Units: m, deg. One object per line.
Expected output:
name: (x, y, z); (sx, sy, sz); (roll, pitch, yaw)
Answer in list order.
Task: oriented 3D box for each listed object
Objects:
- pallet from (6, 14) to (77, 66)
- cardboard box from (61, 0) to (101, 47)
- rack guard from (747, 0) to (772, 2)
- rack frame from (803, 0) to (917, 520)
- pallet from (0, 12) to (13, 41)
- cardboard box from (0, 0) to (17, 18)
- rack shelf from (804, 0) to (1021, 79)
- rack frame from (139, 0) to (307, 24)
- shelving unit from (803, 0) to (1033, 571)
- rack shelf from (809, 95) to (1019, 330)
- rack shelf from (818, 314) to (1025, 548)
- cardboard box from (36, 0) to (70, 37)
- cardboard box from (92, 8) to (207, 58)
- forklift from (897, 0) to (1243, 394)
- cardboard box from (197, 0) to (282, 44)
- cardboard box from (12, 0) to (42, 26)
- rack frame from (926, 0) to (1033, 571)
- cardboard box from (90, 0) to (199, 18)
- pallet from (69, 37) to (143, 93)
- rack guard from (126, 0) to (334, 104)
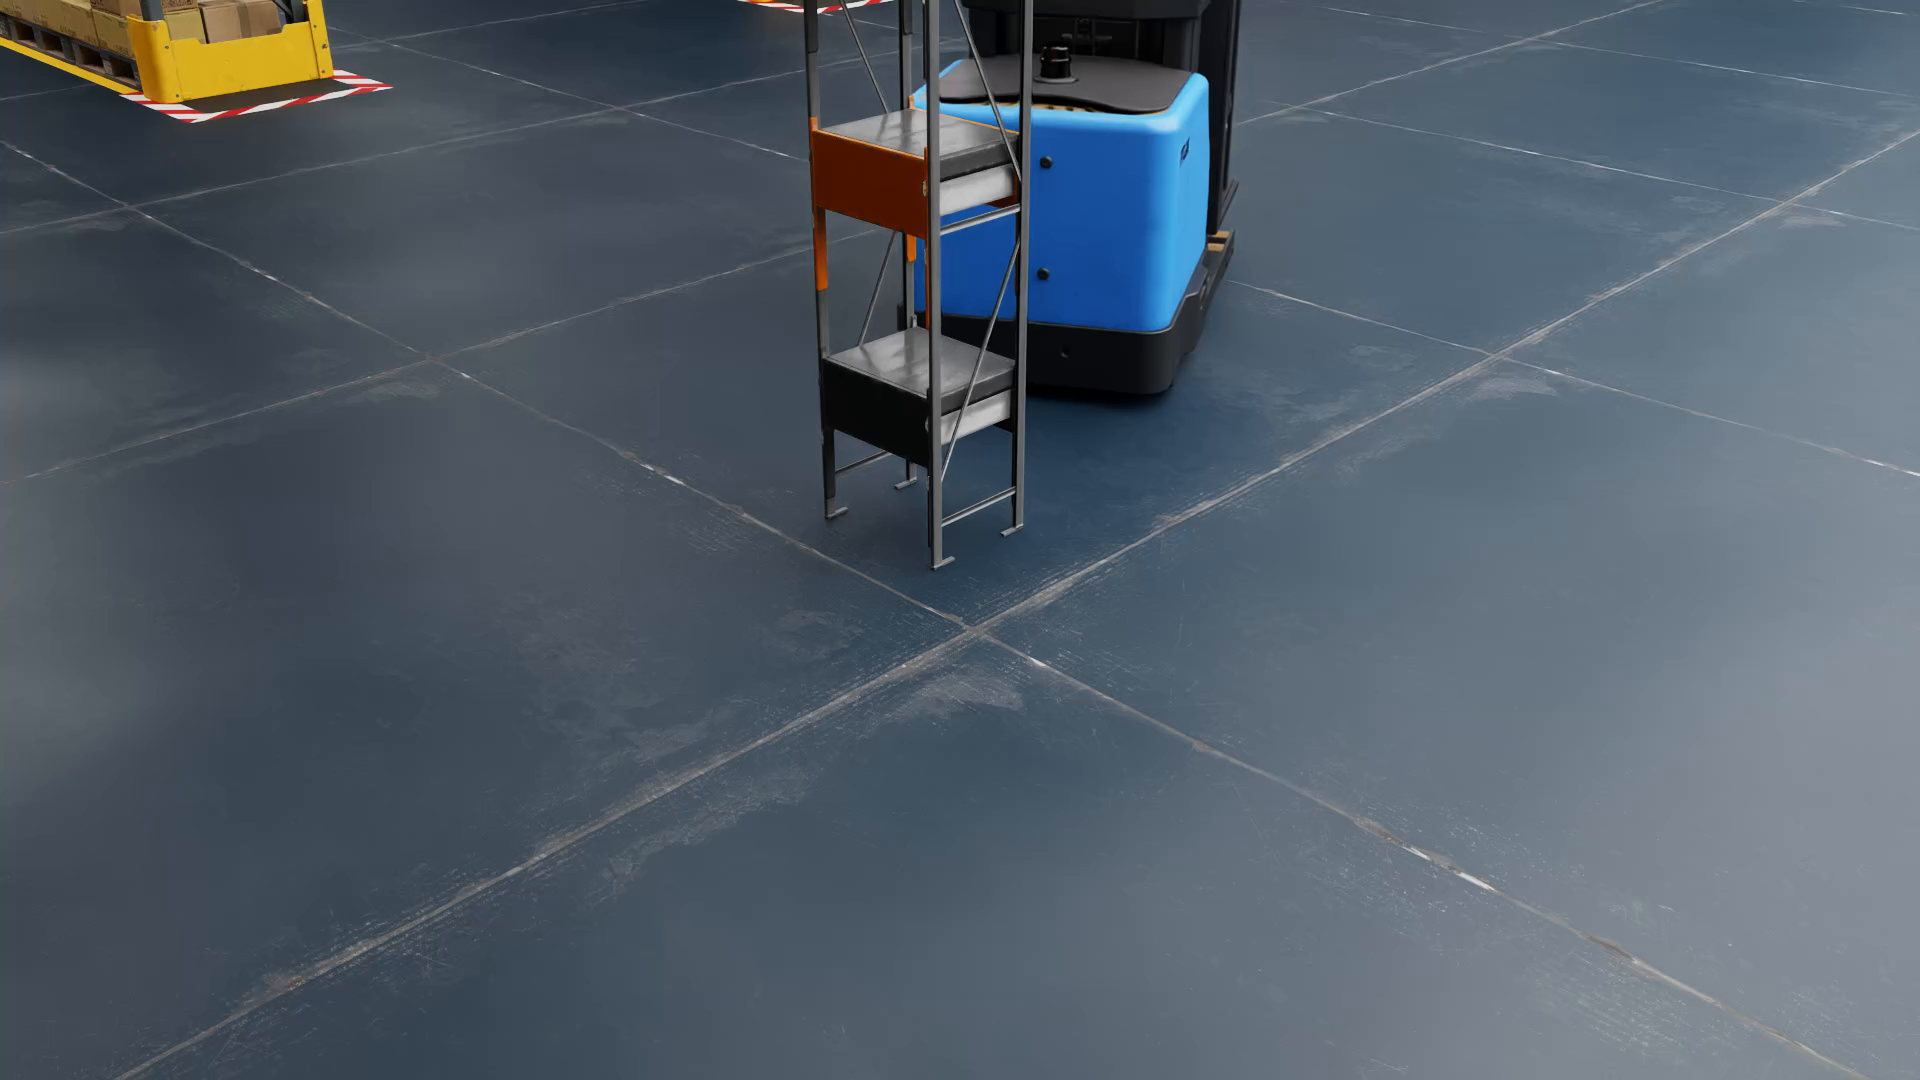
pallet: (-6.179, -3.722, 12.101); (1.213, 0.211, 1.003); (25, 36, 38)
cardboard box: (-5.693, -3.527, 11.238); (0.500, 0.250, 0.500); (25, 36, 38)
rack guard: (-1.351, -4.868, 13.970); (0.348, 0.500, 1.175); (25, 36, 38)
rack frame: (-0.292, -1.063, 5.015); (0.015, 2.100, 0.400); (25, 36, 38)
pallet: (-7.053, -4.120, 12.858); (1.213, 0.211, 1.003); (25, 36, 38)
cardboard box: (-6.767, -4.015, 12.165); (0.500, 0.250, 0.500); (25, 36, 38)
rack shelf: (-0.118, -1.591, 4.545); (0.480, 0.518, 0.431); (25, 36, 38)
rack frame: (-4.739, -4.322, 10.247); (0.127, 3.000, 1.000); (25, 36, 38)
shelving unit: (-0.118, -0.983, 4.864); (0.503, 2.100, 0.431); (25, 36, 38)
rack shelf: (-0.118, -0.971, 4.870); (0.480, 0.518, 0.431); (25, 36, 38)
rack shelf: (-0.118, -0.352, 5.196); (0.480, 0.518, 0.431); (25, 36, 38)
cardboard box: (-6.051, -3.690, 11.547); (0.500, 0.250, 0.500); (25, 36, 38)
cardboard box: (-5.328, -3.368, 10.935); (0.500, 0.250, 0.500); (25, 36, 38)
forklift: (0.638, -2.501, 6.857); (1.130, 2.935, 3.031); (7, 29, 13)
cardboard box: (-4.965, -3.540, 11.262); (0.500, 0.250, 0.500); (25, 36, 38)
cardboard box: (-6.406, -3.853, 11.859); (0.500, 0.250, 0.500); (25, 36, 38)
rack frame: (0.056, -0.904, 4.713); (0.015, 2.100, 0.400); (25, 36, 38)
cardboard box: (-5.330, -3.699, 10.759); (0.500, 0.500, 0.500); (25, 36, 38)
pallet: (-5.314, -3.324, 11.344); (1.213, 0.211, 1.003); (25, 36, 38)
rack guard: (-4.722, -3.208, 10.814); (0.348, 0.500, 1.175); (25, 36, 38)
